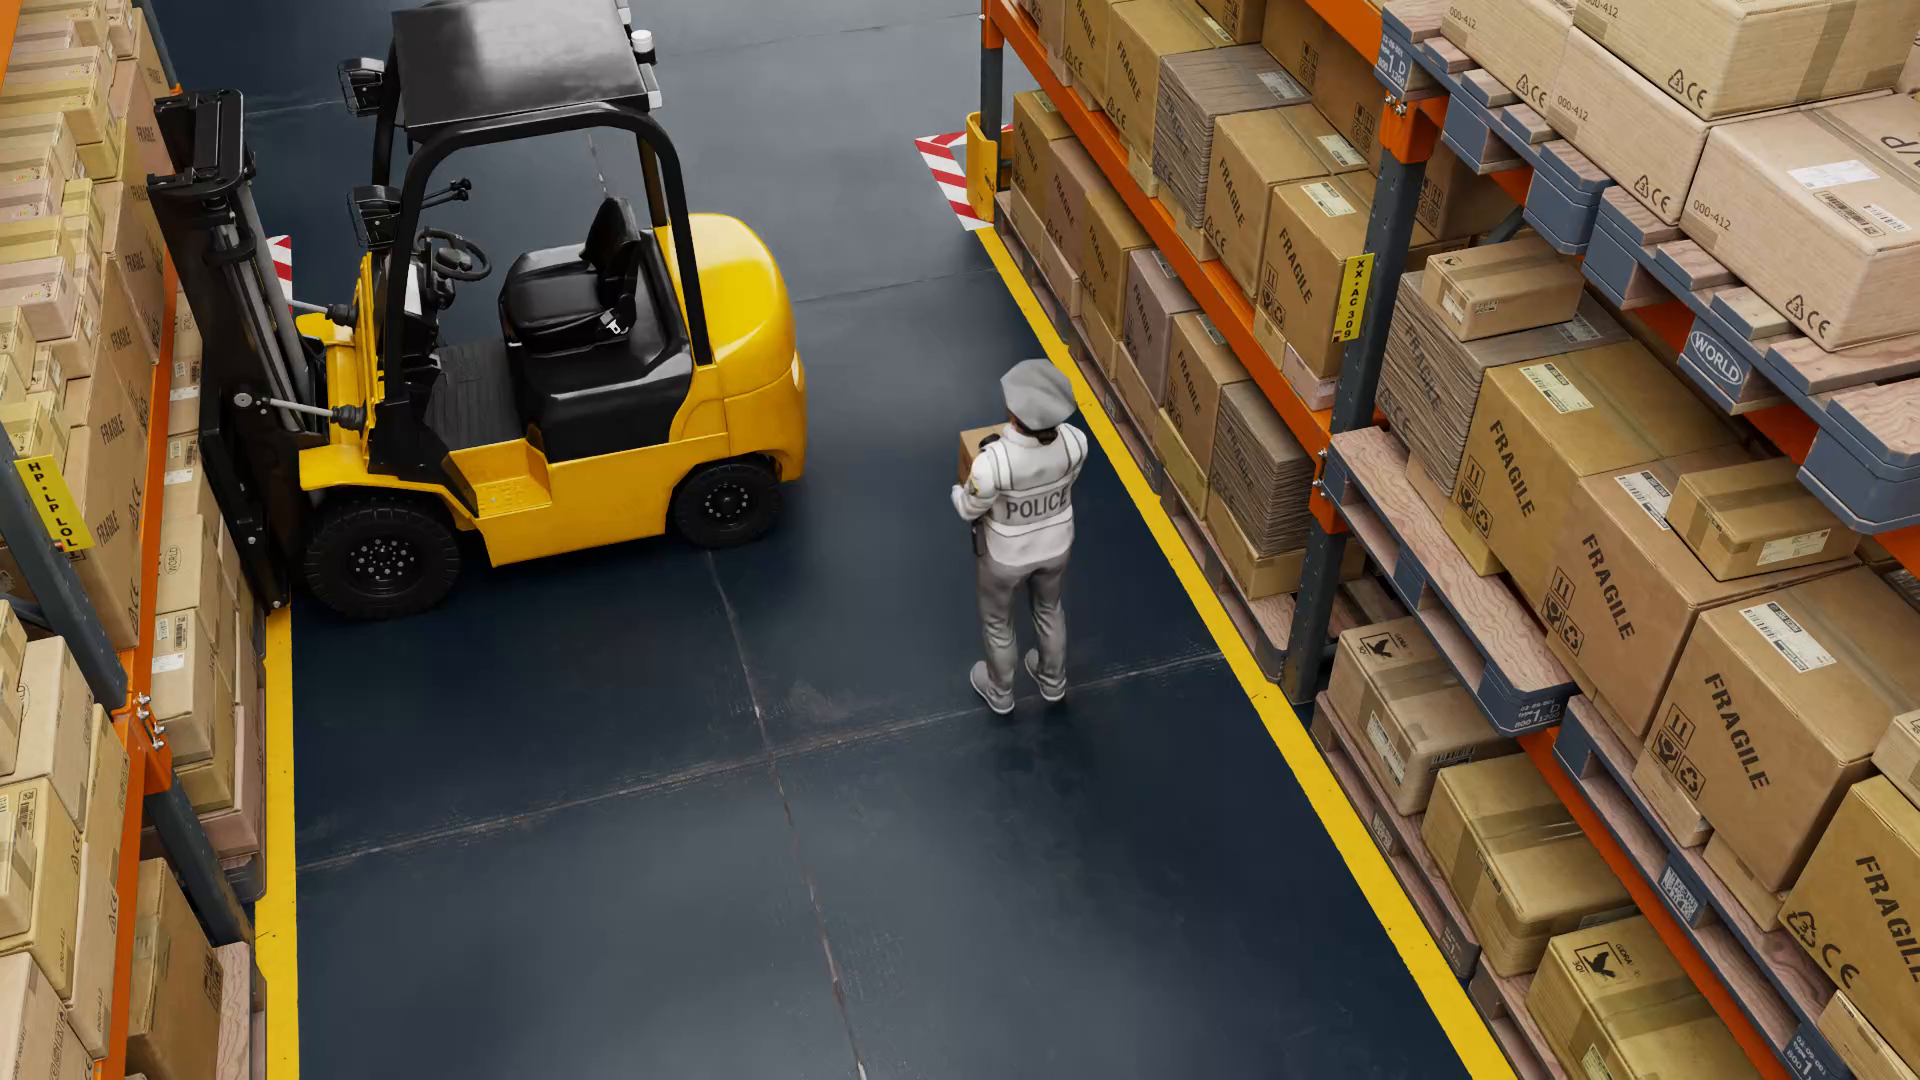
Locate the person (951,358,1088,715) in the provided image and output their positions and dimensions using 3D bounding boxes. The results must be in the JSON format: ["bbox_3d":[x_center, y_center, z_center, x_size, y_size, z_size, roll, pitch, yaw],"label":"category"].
[{"bbox_3d":[0.198,-0.021,6.157,0.467,1.697,0.552,-18,45,-18],"label":"person"}]
